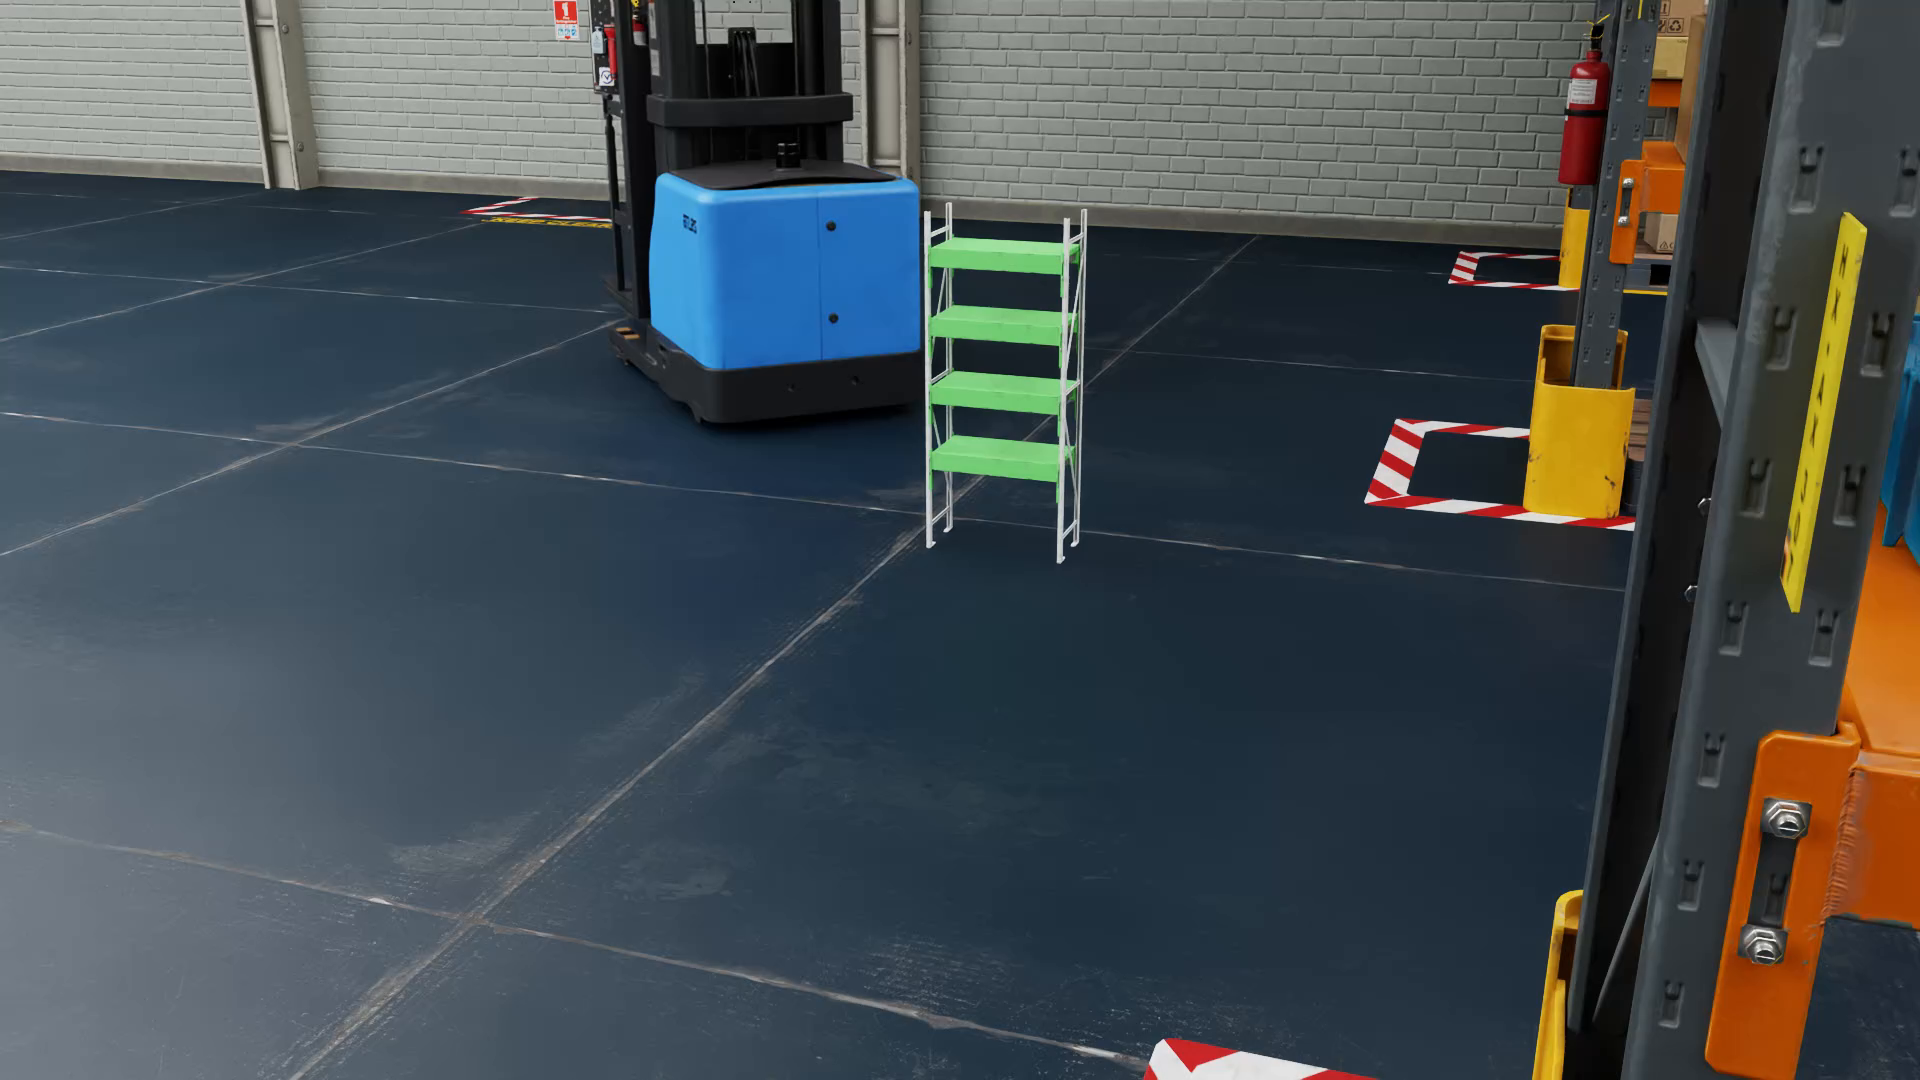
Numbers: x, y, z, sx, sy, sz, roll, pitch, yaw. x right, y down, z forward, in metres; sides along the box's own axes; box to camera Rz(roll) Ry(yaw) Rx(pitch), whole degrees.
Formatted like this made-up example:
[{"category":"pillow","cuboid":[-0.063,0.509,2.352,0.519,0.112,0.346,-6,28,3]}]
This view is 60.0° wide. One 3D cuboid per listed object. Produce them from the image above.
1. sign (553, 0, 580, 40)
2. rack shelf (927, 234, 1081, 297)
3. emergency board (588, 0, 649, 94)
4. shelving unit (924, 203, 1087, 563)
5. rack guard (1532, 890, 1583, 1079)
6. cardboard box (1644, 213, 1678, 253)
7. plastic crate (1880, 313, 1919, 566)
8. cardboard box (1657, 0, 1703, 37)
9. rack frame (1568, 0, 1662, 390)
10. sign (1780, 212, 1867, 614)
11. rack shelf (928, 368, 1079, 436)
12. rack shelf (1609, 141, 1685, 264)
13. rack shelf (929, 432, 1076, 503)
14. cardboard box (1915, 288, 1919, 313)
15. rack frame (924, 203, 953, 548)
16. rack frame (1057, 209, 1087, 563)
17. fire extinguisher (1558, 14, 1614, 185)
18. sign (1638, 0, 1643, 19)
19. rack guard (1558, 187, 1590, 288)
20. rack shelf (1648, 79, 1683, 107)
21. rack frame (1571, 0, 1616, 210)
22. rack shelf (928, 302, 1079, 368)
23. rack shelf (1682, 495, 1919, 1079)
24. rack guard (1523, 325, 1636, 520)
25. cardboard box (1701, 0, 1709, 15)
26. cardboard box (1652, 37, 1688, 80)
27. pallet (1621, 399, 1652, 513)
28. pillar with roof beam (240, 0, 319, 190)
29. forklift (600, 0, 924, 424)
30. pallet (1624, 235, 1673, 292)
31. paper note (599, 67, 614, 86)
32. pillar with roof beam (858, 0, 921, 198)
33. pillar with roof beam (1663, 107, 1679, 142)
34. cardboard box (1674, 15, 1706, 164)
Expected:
[{"category":"sign","cuboid":[-3.372,-4.455,14.245,0.234,0.329,0.001,7,20,18]},{"category":"rack shelf","cuboid":[0.156,-0.942,5.690,0.480,0.148,0.258,7,20,18]},{"category":"emergency board","cuboid":[-2.883,-4.346,13.987,0.643,1.169,0.194,7,20,18]},{"category":"shelving unit","cuboid":[0.156,-0.549,5.827,0.503,1.200,0.258,7,20,18]},{"category":"rack guard","cuboid":[0.997,1.028,2.366,0.348,0.500,1.175,7,20,18]},{"category":"cardboard box","cuboid":[4.785,-2.061,10.849,0.500,0.311,0.500,4,20,12]},{"category":"plastic crate","cuboid":[1.481,-0.114,2.073,0.616,0.251,0.499,7,20,18]},{"category":"cardboard box","cuboid":[4.513,-3.374,10.255,0.500,0.500,0.500,7,20,18]},{"category":"rack frame","cuboid":[2.539,-1.685,6.354,0.127,3.000,1.000,7,20,18]},{"category":"sign","cuboid":[0.725,-0.106,1.402,0.005,0.325,0.100,7,20,18]},{"category":"rack shelf","cuboid":[0.156,-0.488,5.848,0.480,0.148,0.258,7,20,18]},{"category":"rack shelf","cuboid":[4.428,-1.130,5.852,4.000,0.370,1.077,7,20,18]},{"category":"rack shelf","cuboid":[0.156,-0.262,5.927,0.480,0.148,0.258,7,20,18]},{"category":"cardboard box","cuboid":[3.445,-0.759,6.096,0.500,0.500,0.500,7,20,18]},{"category":"rack frame","cuboid":[-0.074,-0.575,5.903,0.015,1.200,0.240,7,20,18]},{"category":"rack frame","cuboid":[0.387,-0.522,5.752,0.015,1.200,0.240,7,20,18]},{"category":"fire extinguisher","cuboid":[2.580,-1.806,6.817,0.183,0.674,0.296,7,20,18]},{"category":"sign","cuboid":[2.351,-1.960,5.705,0.005,0.325,0.100,7,20,18]},{"category":"rack guard","cuboid":[4.233,-2.037,11.161,0.348,0.500,1.175,7,20,18]},{"category":"rack shelf","cuboid":[6.050,-2.670,10.272,4.000,0.370,1.077,7,20,18]},{"category":"rack frame","cuboid":[4.161,-3.226,10.773,0.127,3.000,1.000,7,20,18]},{"category":"rack shelf","cuboid":[0.156,-0.715,5.769,0.480,0.148,0.258,7,20,18]},{"category":"rack shelf","cuboid":[2.799,0.410,1.435,4.000,0.370,1.077,7,20,18]},{"category":"rack guard","cuboid":[2.516,-0.507,6.773,0.348,0.500,1.175,7,20,18]},{"category":"cardboard box","cuboid":[2.962,-2.057,6.282,0.250,0.149,0.380,6,20,17]},{"category":"cardboard box","cuboid":[4.518,-3.013,10.360,0.500,0.250,0.500,6,20,16]},{"category":"pallet","cuboid":[3.275,-0.299,6.613,1.213,0.211,1.003,7,20,18]},{"category":"pillar with roof beam","cuboid":[-7.642,-6.210,10.219,0.400,9.000,9.100,7,20,18]},{"category":"forklift","cuboid":[-1.226,-2.344,8.348,1.130,2.935,3.031,-8,21,-22]},{"category":"pallet","cuboid":[4.989,-1.802,10.926,1.213,0.211,1.003,7,20,18]},{"category":"paper note","cuboid":[-3.028,-3.971,14.249,0.142,0.148,0.016,7,20,18]},{"category":"pillar with roof beam","cuboid":[-1.974,-5.562,8.360,0.400,9.000,9.100,7,20,18]},{"category":"pillar with roof beam","cuboid":[3.693,-4.914,6.501,0.400,9.000,9.100,7,20,18]},{"category":"cardboard box","cuboid":[2.976,-1.678,6.181,0.500,0.500,0.700,7,20,18]}]
